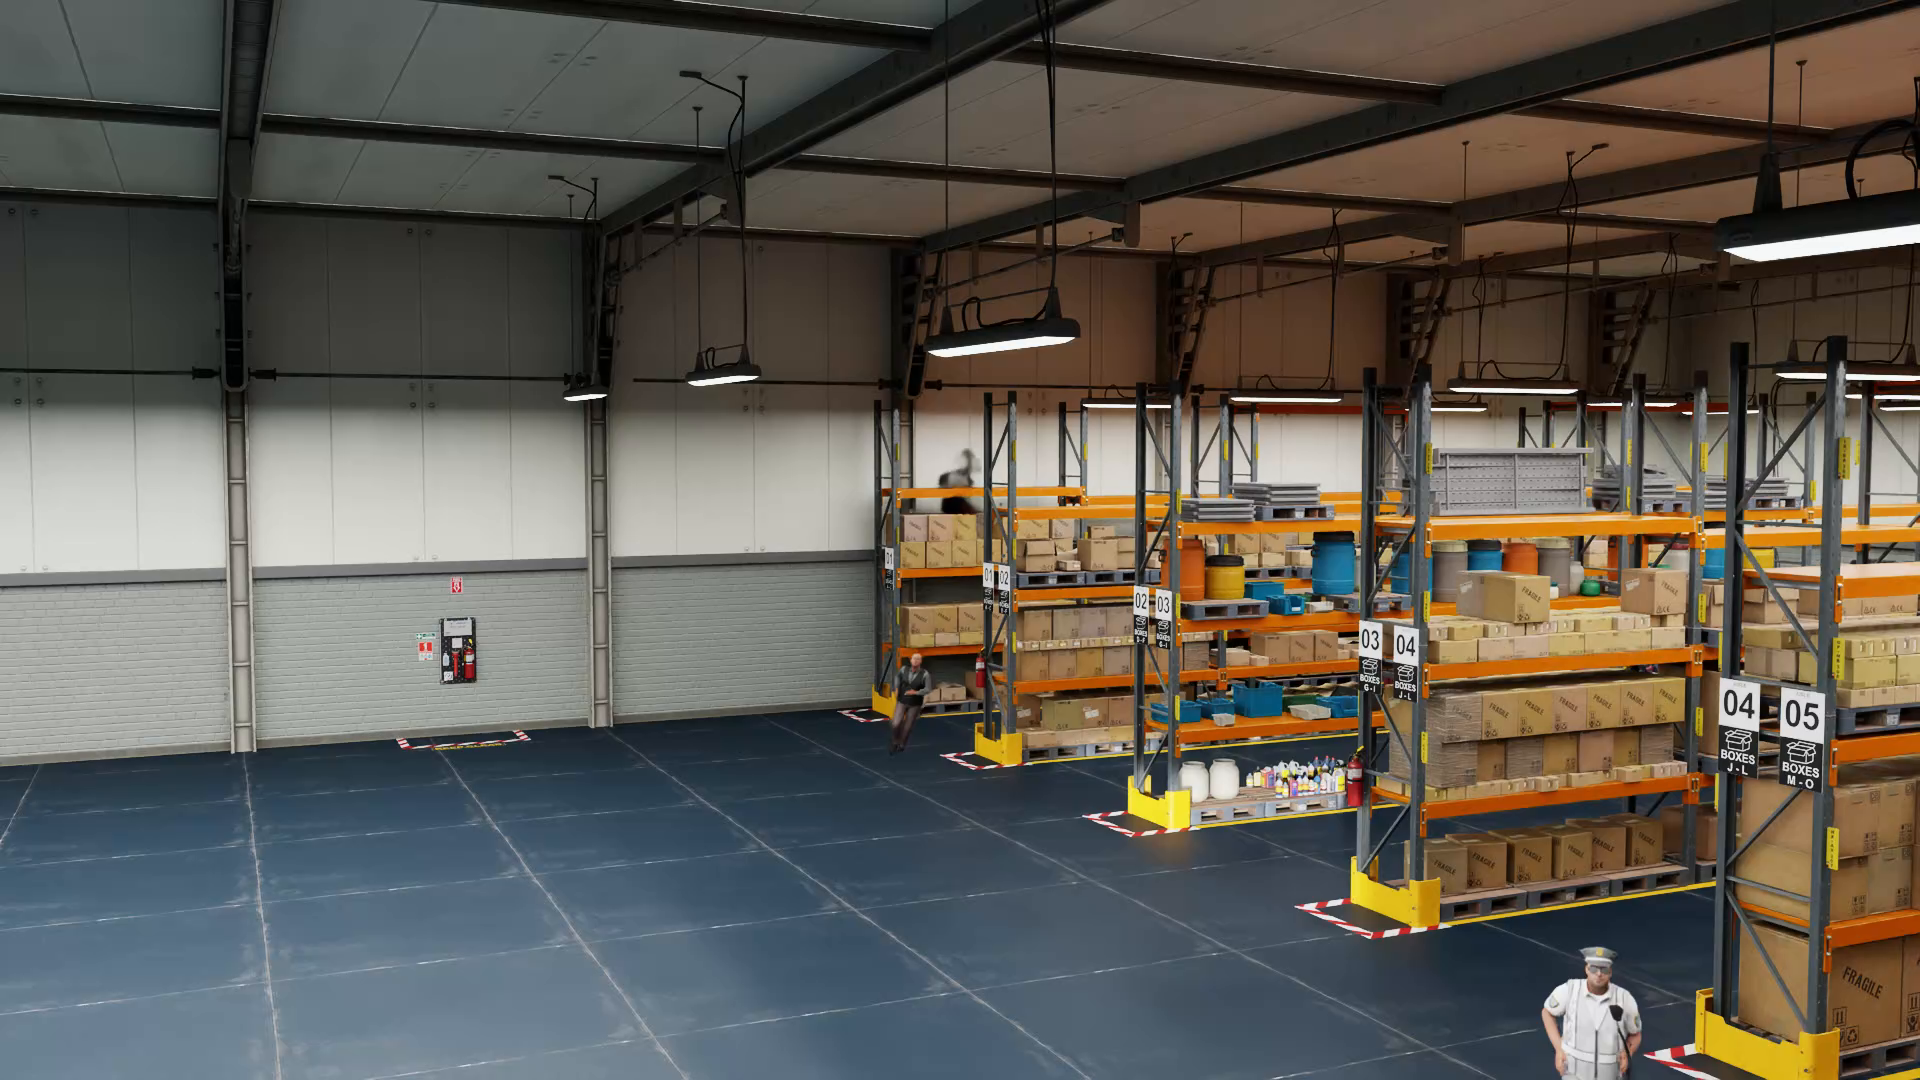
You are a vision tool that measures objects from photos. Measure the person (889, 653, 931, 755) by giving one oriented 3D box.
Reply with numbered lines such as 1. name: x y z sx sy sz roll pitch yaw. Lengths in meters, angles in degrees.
1. person: -0.811 2.657 26.886 0.714 1.680 0.626 0 3 8

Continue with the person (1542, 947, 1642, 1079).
1. person: 4.308 3.625 11.320 0.634 1.745 0.623 1 3 15
